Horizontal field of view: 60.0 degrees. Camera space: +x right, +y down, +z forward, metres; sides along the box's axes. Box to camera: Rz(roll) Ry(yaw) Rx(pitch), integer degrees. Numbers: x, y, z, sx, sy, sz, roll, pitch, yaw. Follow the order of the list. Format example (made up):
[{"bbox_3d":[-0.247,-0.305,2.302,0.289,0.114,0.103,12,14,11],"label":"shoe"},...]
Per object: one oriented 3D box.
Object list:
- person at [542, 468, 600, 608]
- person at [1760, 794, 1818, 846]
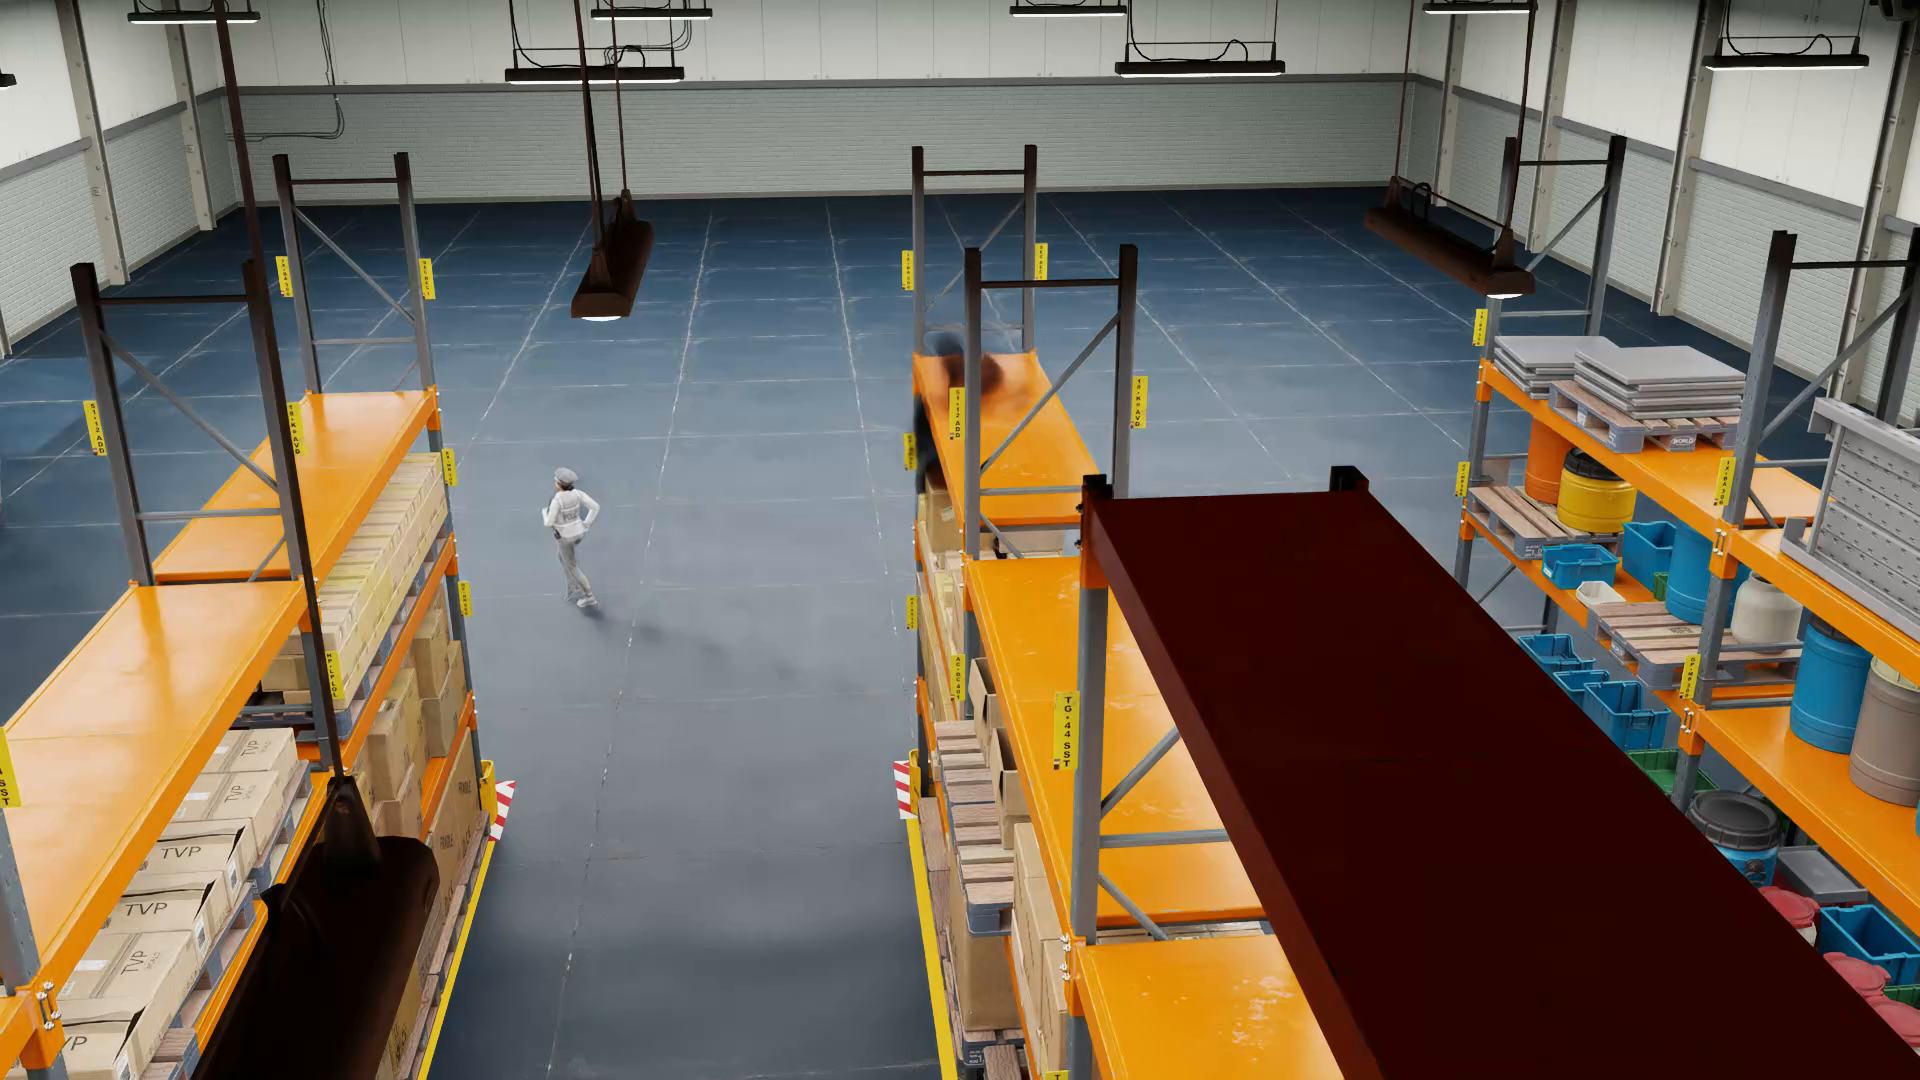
[{"bbox_3d":[-4.553,-0.004,19.377,0.719,1.744,0.576,11,24,25],"label":"person"},{"bbox_3d":[7.017,2.117,13.937,0.656,1.749,0.704,-9,23,-22],"label":"person"}]
